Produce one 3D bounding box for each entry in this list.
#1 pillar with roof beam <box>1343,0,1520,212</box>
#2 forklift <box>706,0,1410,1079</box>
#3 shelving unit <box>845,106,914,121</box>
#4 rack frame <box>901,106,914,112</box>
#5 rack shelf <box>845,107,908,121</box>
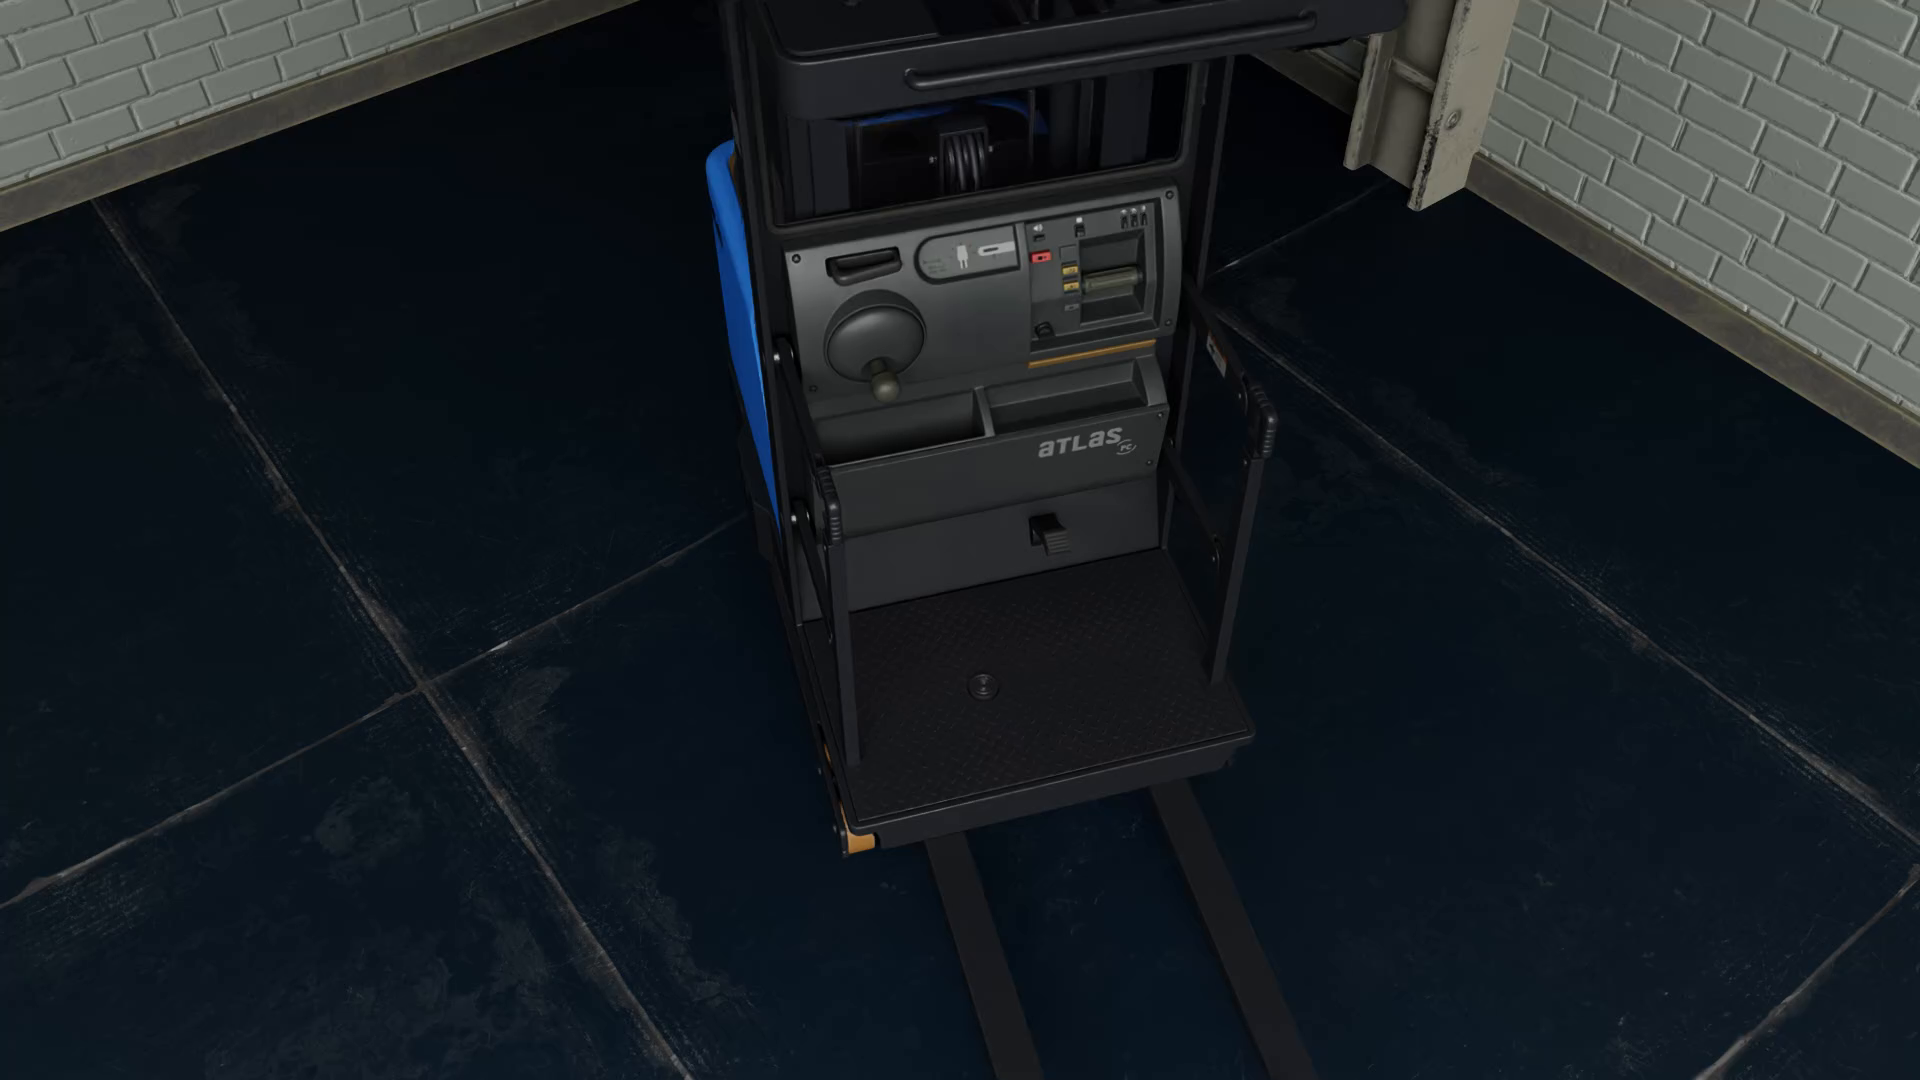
[{"bbox_3d":[-1.668,-2.537,1.476,9.100,9.000,0.400,-29,54,-24],"label":"pillar with roof beam"},{"bbox_3d":[0.126,-0.473,3.701,1.130,2.935,3.031,-12,49,-10],"label":"forklift"},{"bbox_3d":[-0.277,-1.071,5.407,0.258,1.200,0.189,-13,47,-12],"label":"shelving unit"},{"bbox_3d":[-0.250,-1.009,5.346,0.240,1.200,0.006,-13,47,-12],"label":"rack frame"},{"bbox_3d":[-0.281,-1.291,5.181,0.258,0.103,0.180,-13,47,-12],"label":"rack shelf"}]
